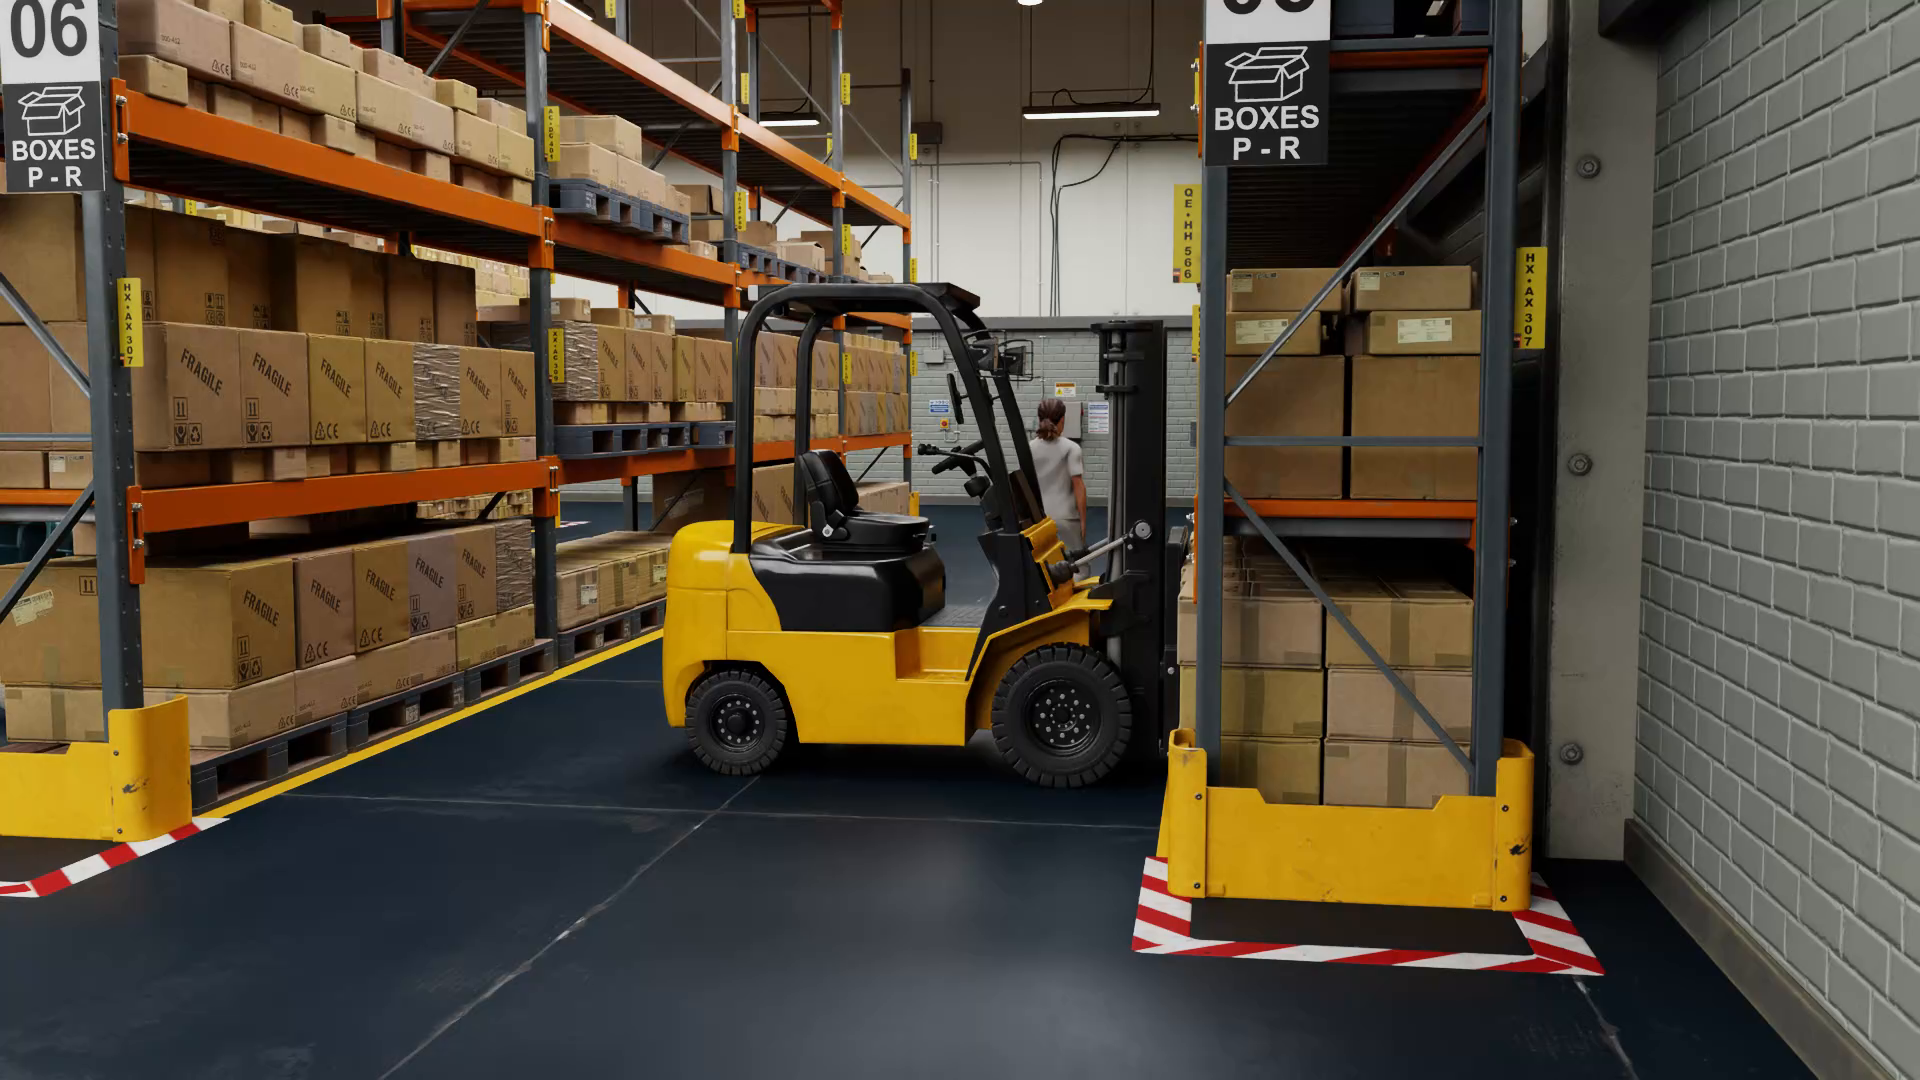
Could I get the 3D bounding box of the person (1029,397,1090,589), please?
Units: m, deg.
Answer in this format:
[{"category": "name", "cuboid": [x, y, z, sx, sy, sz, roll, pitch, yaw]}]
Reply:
[{"category": "person", "cuboid": [0.609, -0.105, 10.987, 0.456, 1.672, 0.534, 2, 5, 20]}]
